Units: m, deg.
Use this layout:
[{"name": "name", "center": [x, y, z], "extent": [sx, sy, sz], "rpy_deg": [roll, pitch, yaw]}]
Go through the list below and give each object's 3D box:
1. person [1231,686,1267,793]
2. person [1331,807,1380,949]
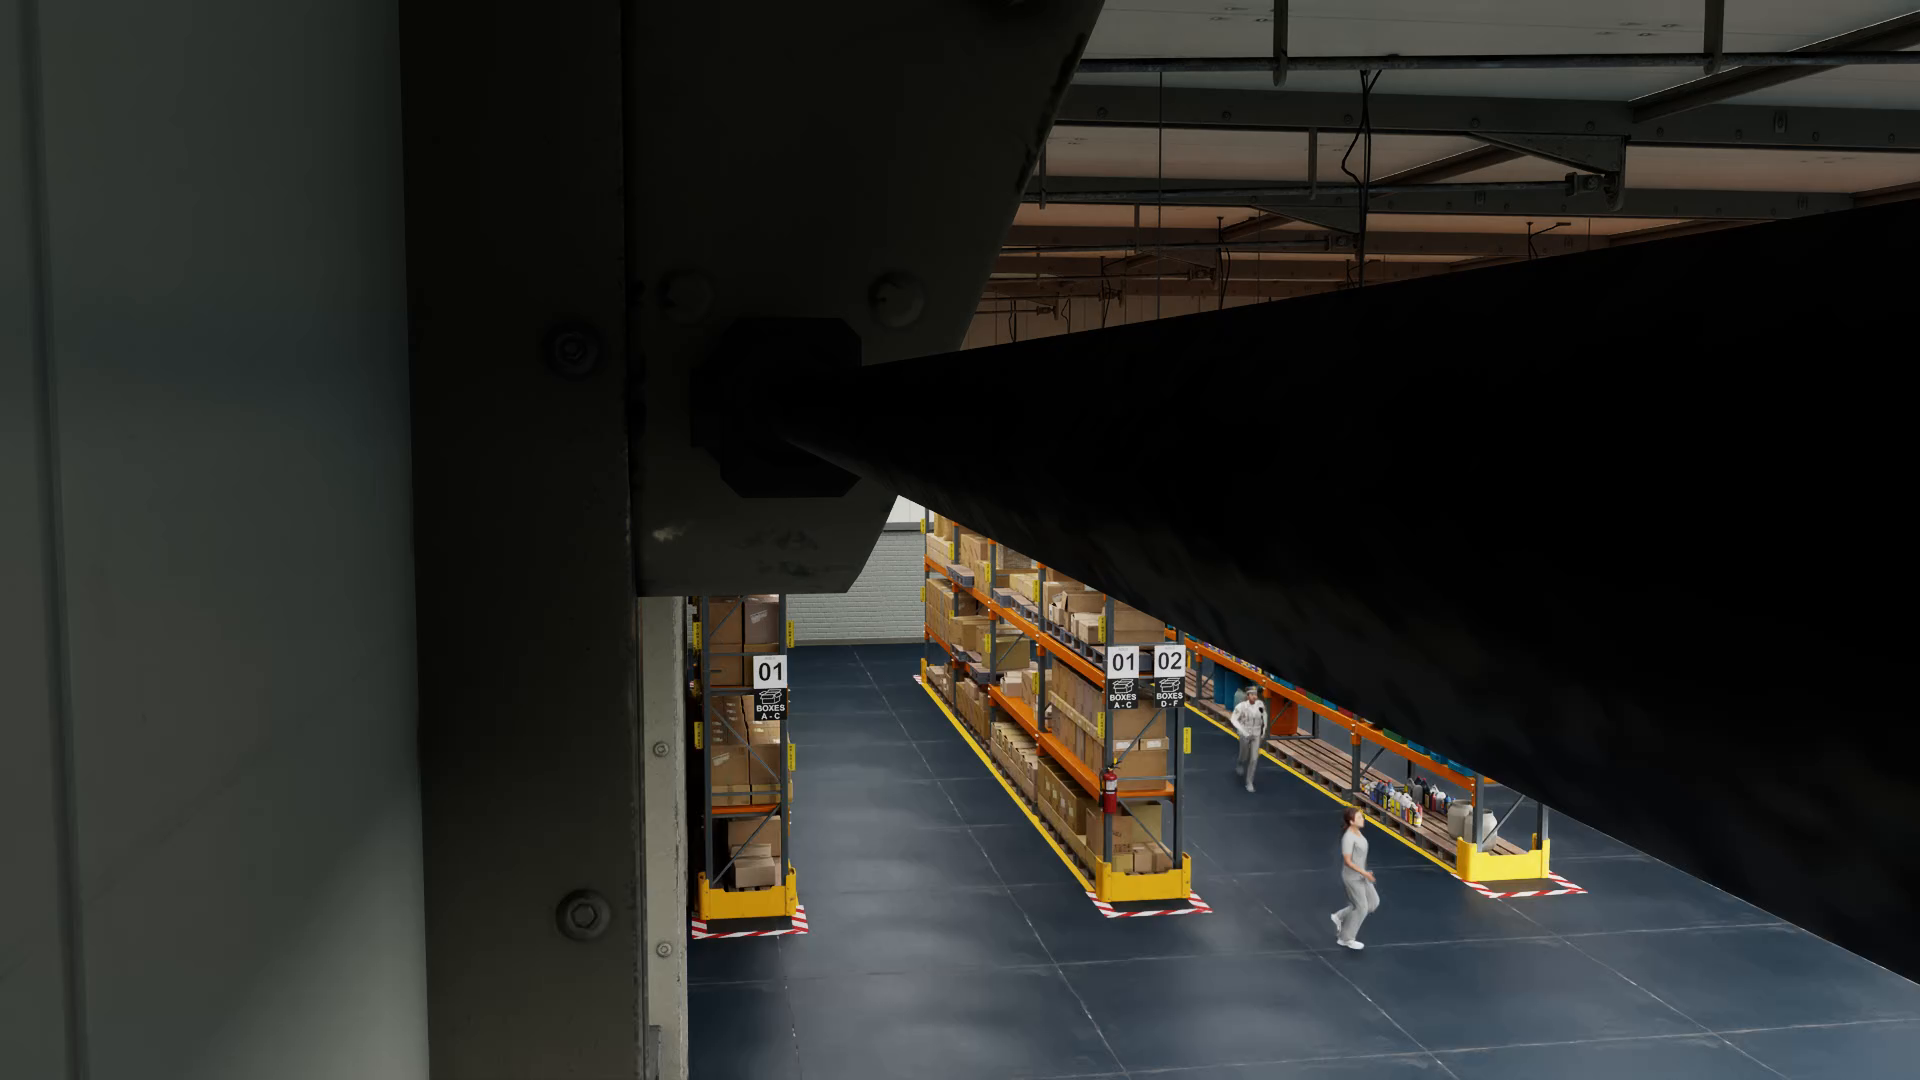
[{"name": "person", "center": [4.663, 3.153, 26.796], "extent": [0.641, 1.684, 0.858], "rpy_deg": [-1, 5, -8]}, {"name": "person", "center": [4.540, 3.852, 18.990], "extent": [0.476, 1.632, 0.573], "rpy_deg": [2, 5, 23]}]
